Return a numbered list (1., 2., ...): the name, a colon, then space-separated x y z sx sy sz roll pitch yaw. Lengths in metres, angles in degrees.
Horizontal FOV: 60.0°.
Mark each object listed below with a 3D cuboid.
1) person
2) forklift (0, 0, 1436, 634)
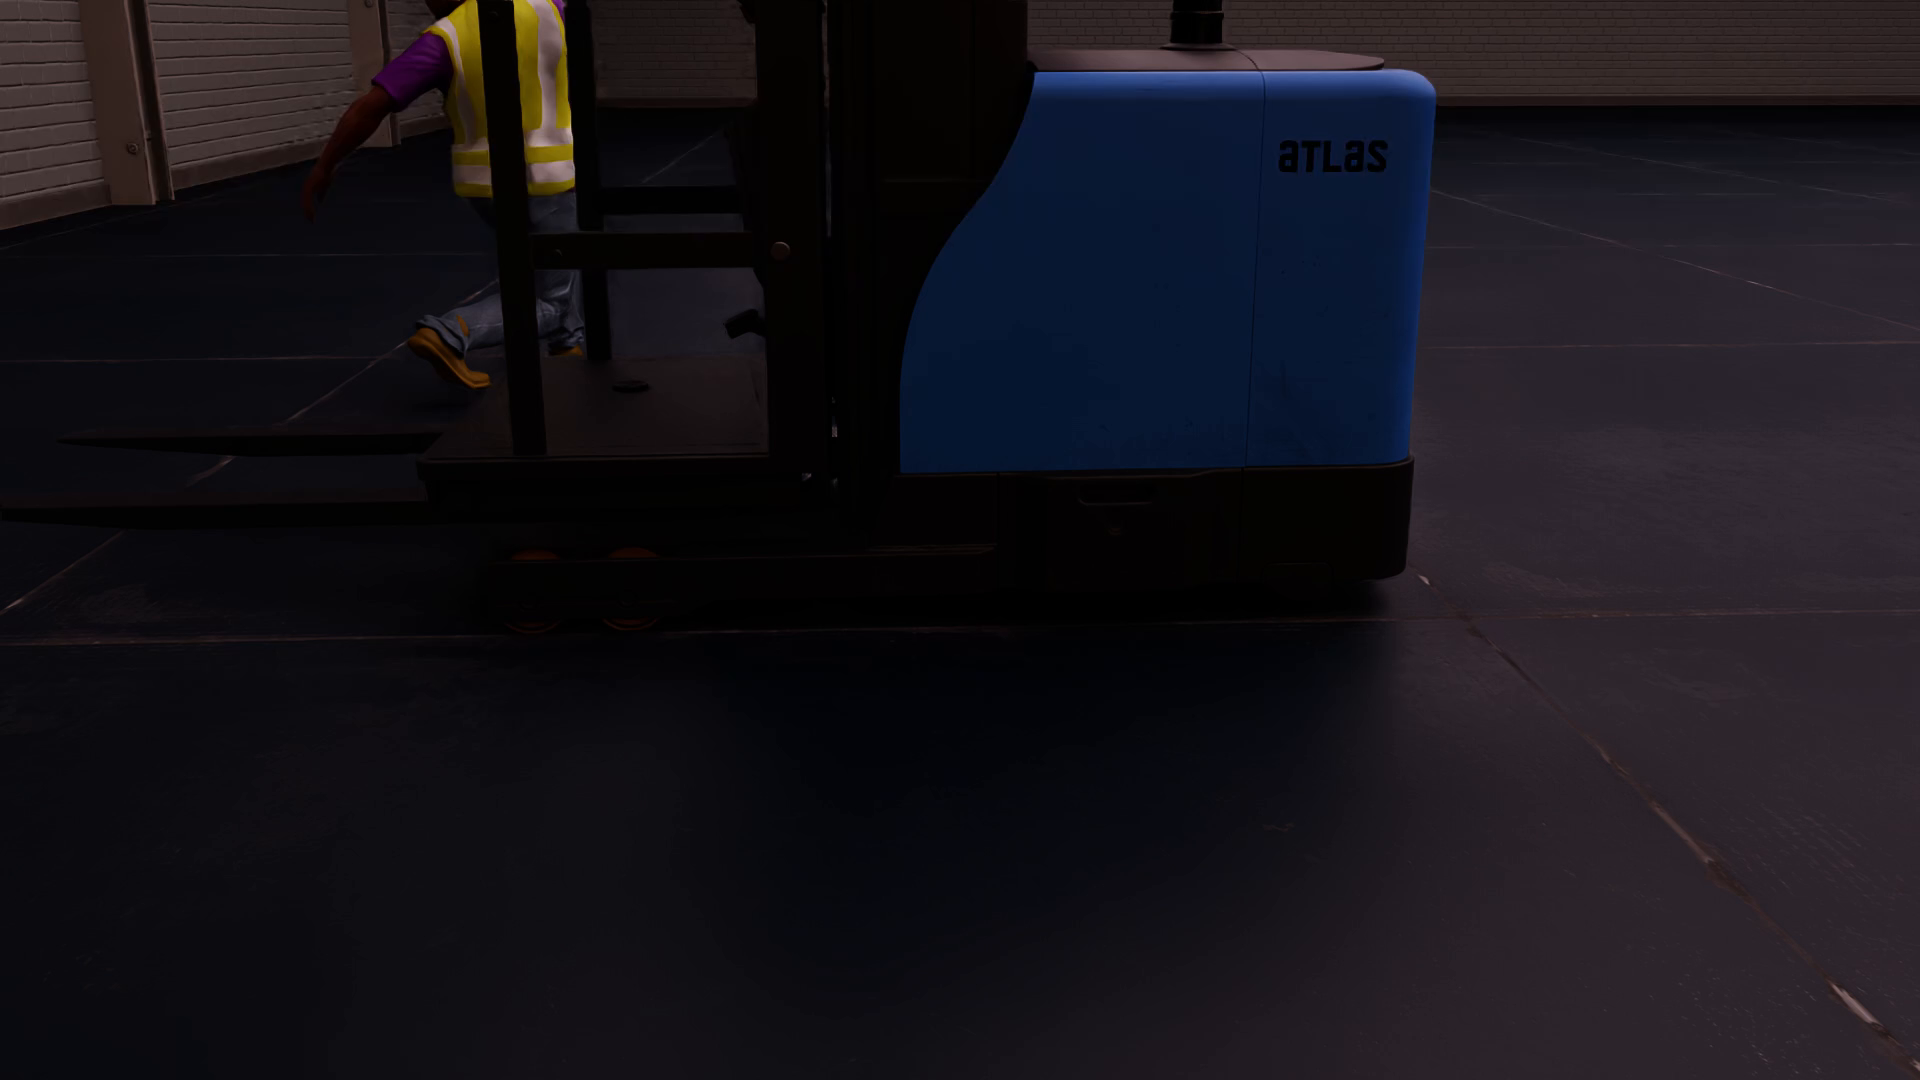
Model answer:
1. person: -1.633 -1.231 5.480 0.778 1.527 0.959 2 17 8
2. forklift: -0.606 -1.375 3.402 3.031 2.935 1.130 -1 17 -4
